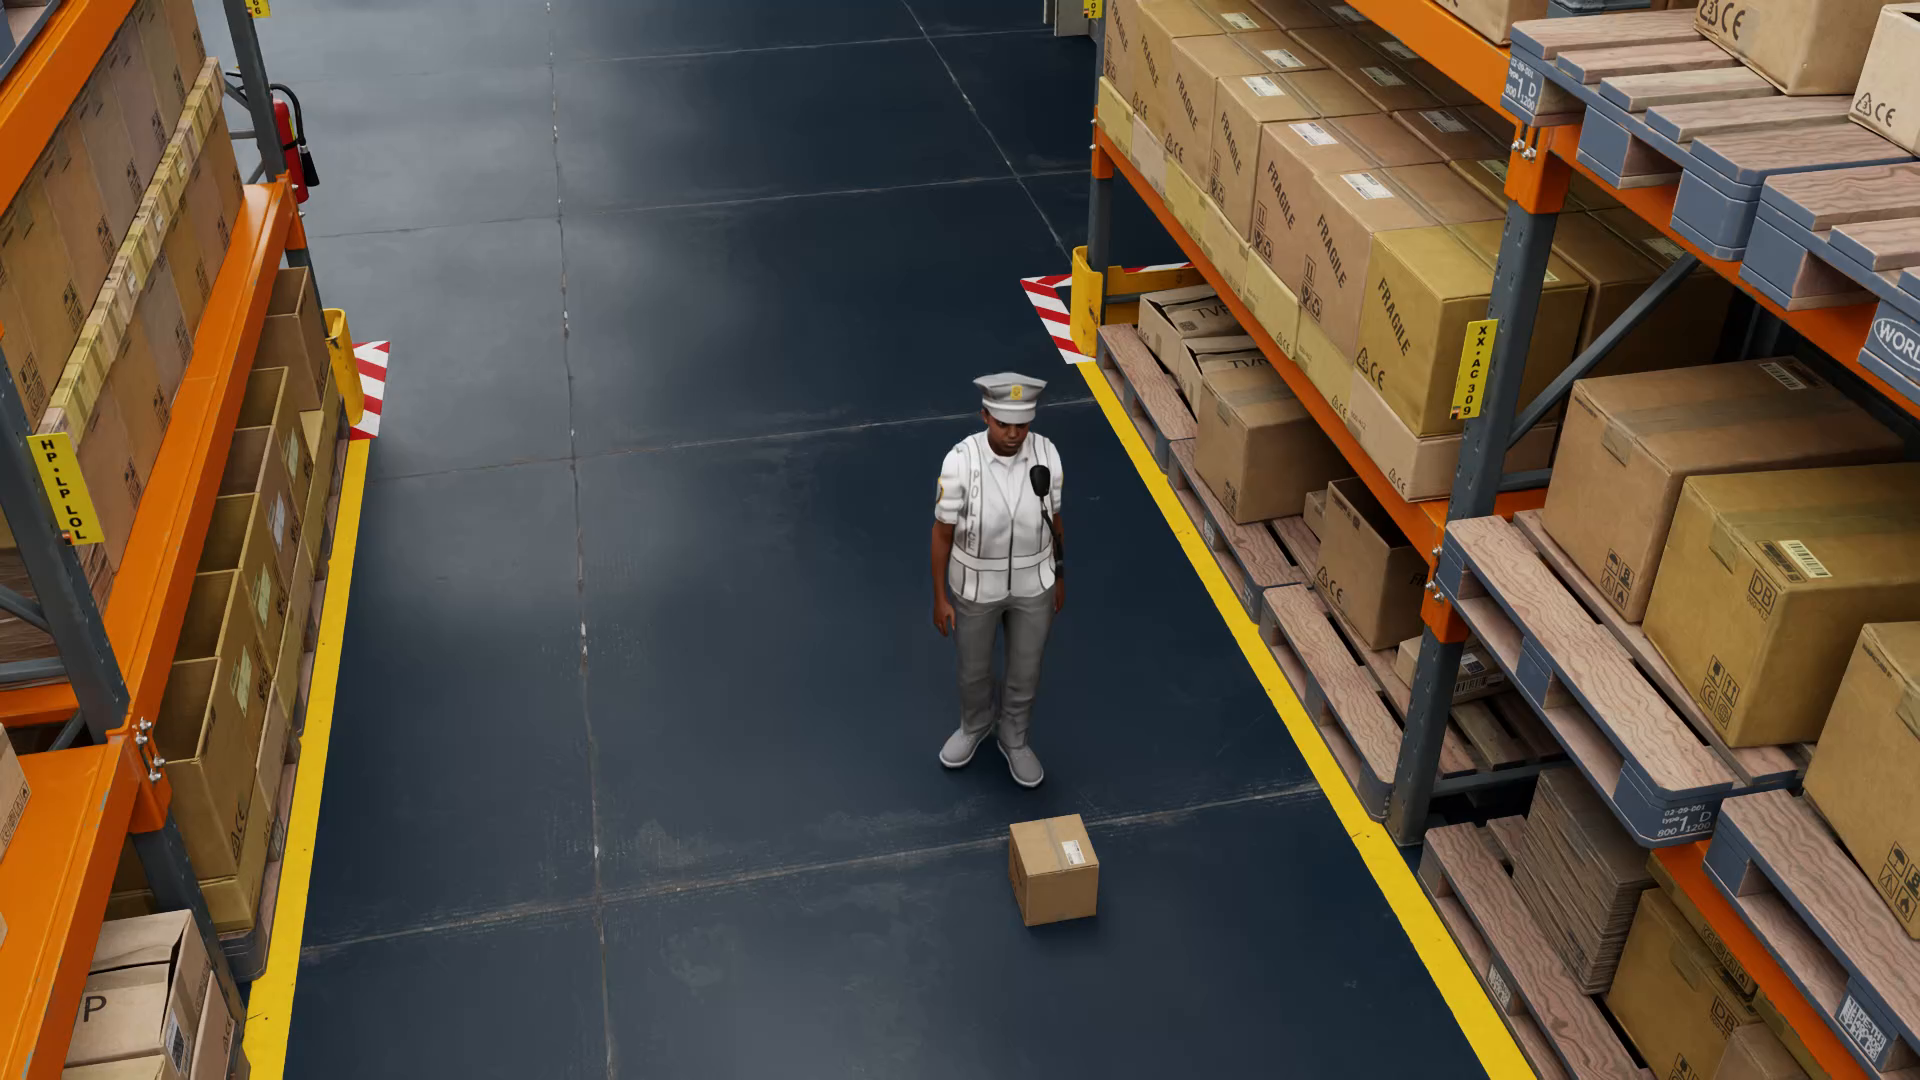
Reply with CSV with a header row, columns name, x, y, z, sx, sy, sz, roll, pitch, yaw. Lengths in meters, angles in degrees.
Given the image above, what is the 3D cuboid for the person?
name,x,y,z,sx,sy,sz,roll,pitch,yaw
person,0.140,0.142,5.888,0.496,1.680,0.390,-5,35,-7
